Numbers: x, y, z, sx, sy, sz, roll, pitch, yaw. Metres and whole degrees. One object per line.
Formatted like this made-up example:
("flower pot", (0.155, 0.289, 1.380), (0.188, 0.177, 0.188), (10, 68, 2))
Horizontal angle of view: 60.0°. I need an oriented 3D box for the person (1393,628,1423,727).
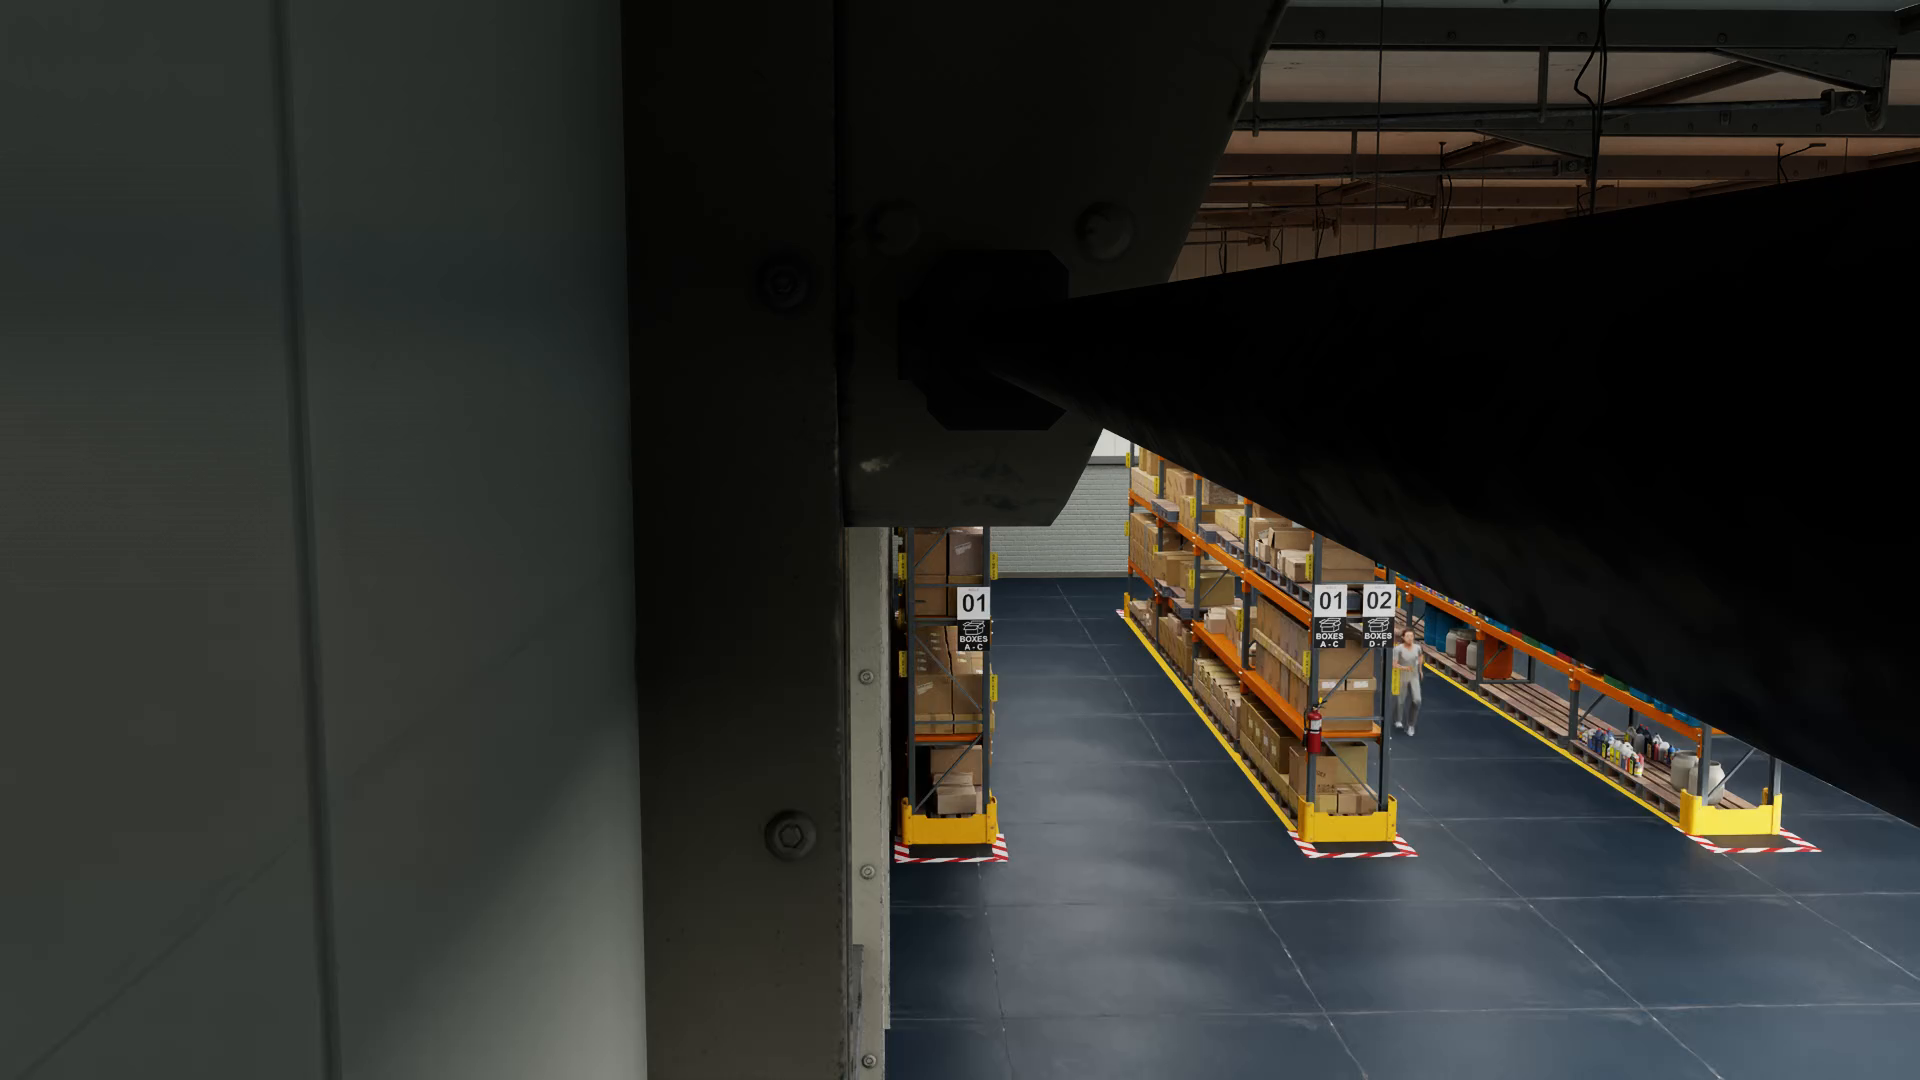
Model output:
("person", (6.967, 2.136, 25.846), (0.544, 1.559, 0.779), (0, 7, -2))
